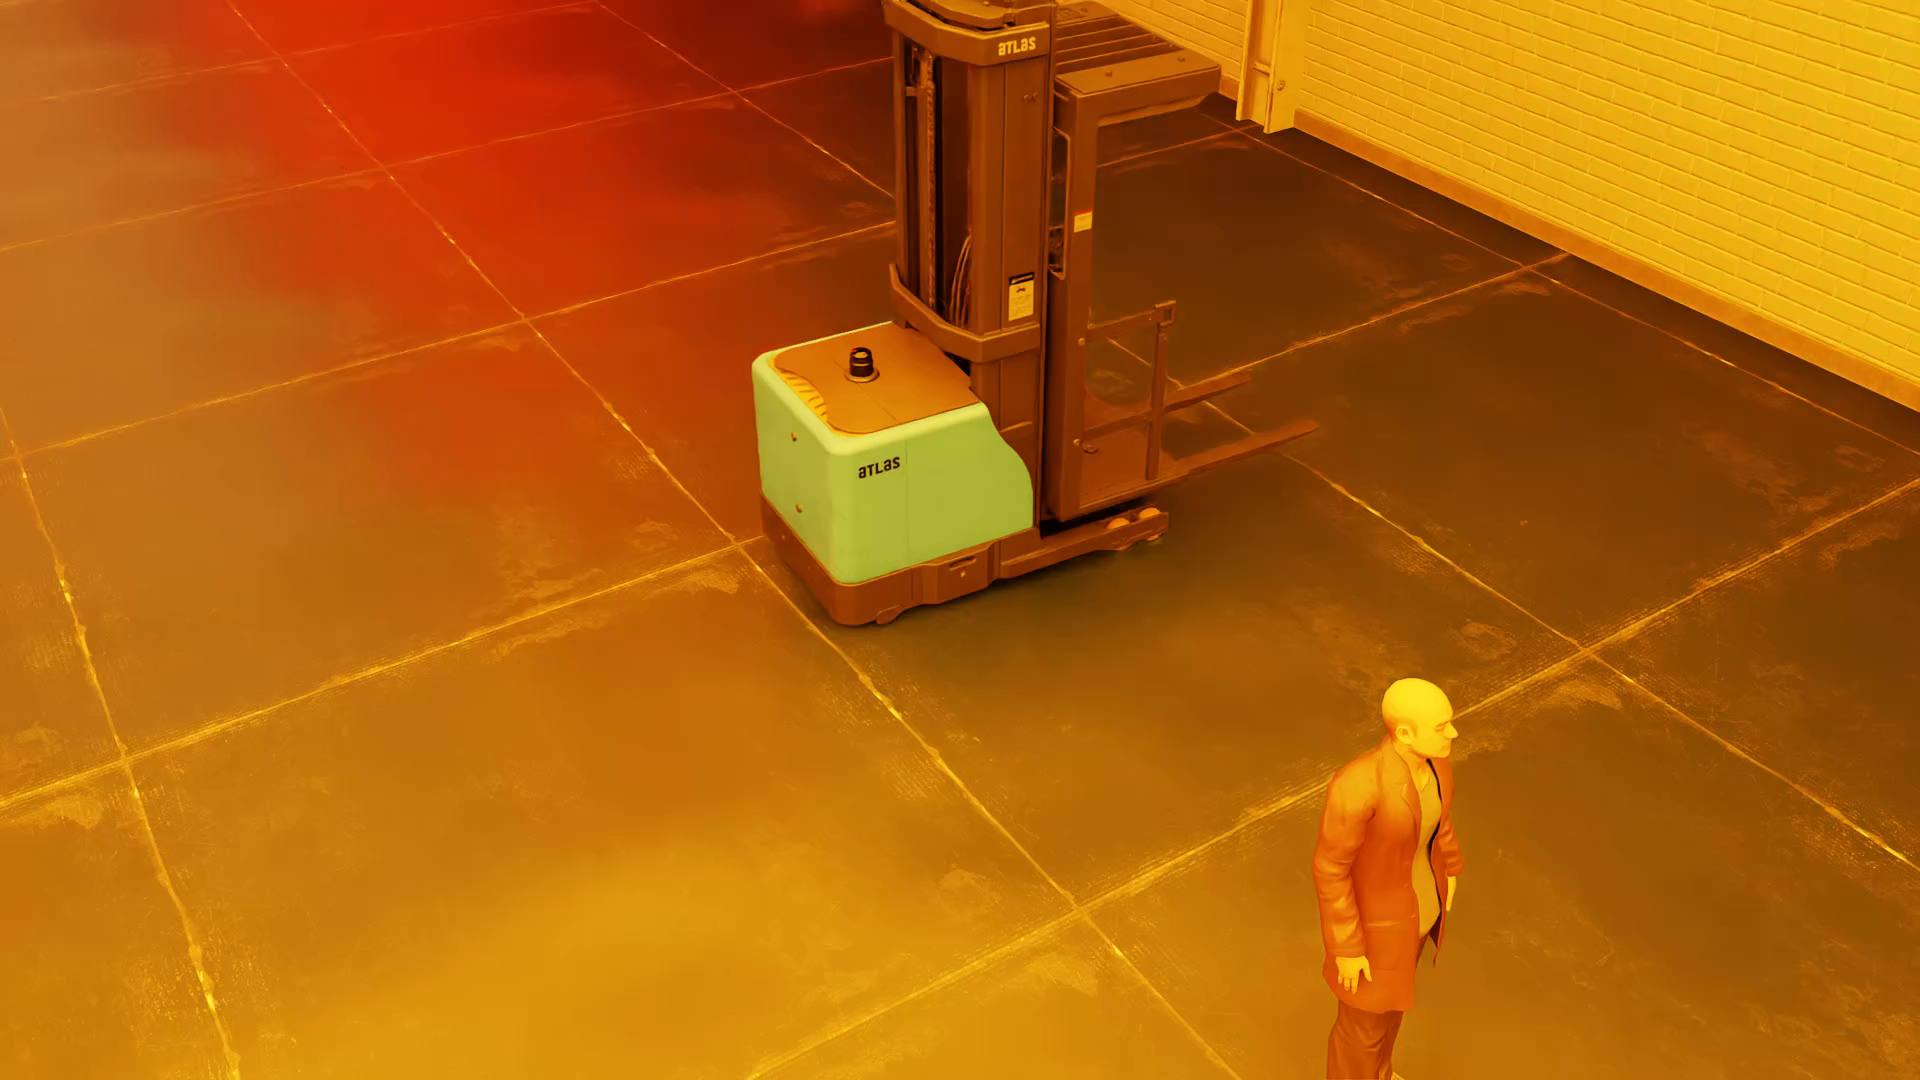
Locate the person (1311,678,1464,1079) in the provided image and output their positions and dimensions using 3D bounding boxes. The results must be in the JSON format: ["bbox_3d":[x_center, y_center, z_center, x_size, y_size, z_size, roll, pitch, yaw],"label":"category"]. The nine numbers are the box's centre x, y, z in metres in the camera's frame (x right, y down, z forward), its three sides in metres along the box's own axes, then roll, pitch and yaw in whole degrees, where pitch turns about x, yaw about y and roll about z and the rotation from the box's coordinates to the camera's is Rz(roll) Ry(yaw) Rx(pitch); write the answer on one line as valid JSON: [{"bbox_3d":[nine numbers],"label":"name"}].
[{"bbox_3d":[1.461,1.244,5.368,0.694,1.776,0.582,-29,45,-35],"label":"person"}]

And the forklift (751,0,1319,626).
[{"bbox_3d":[0.507,-1.393,8.130,3.031,2.935,1.130,-18,39,-23],"label":"forklift"}]
